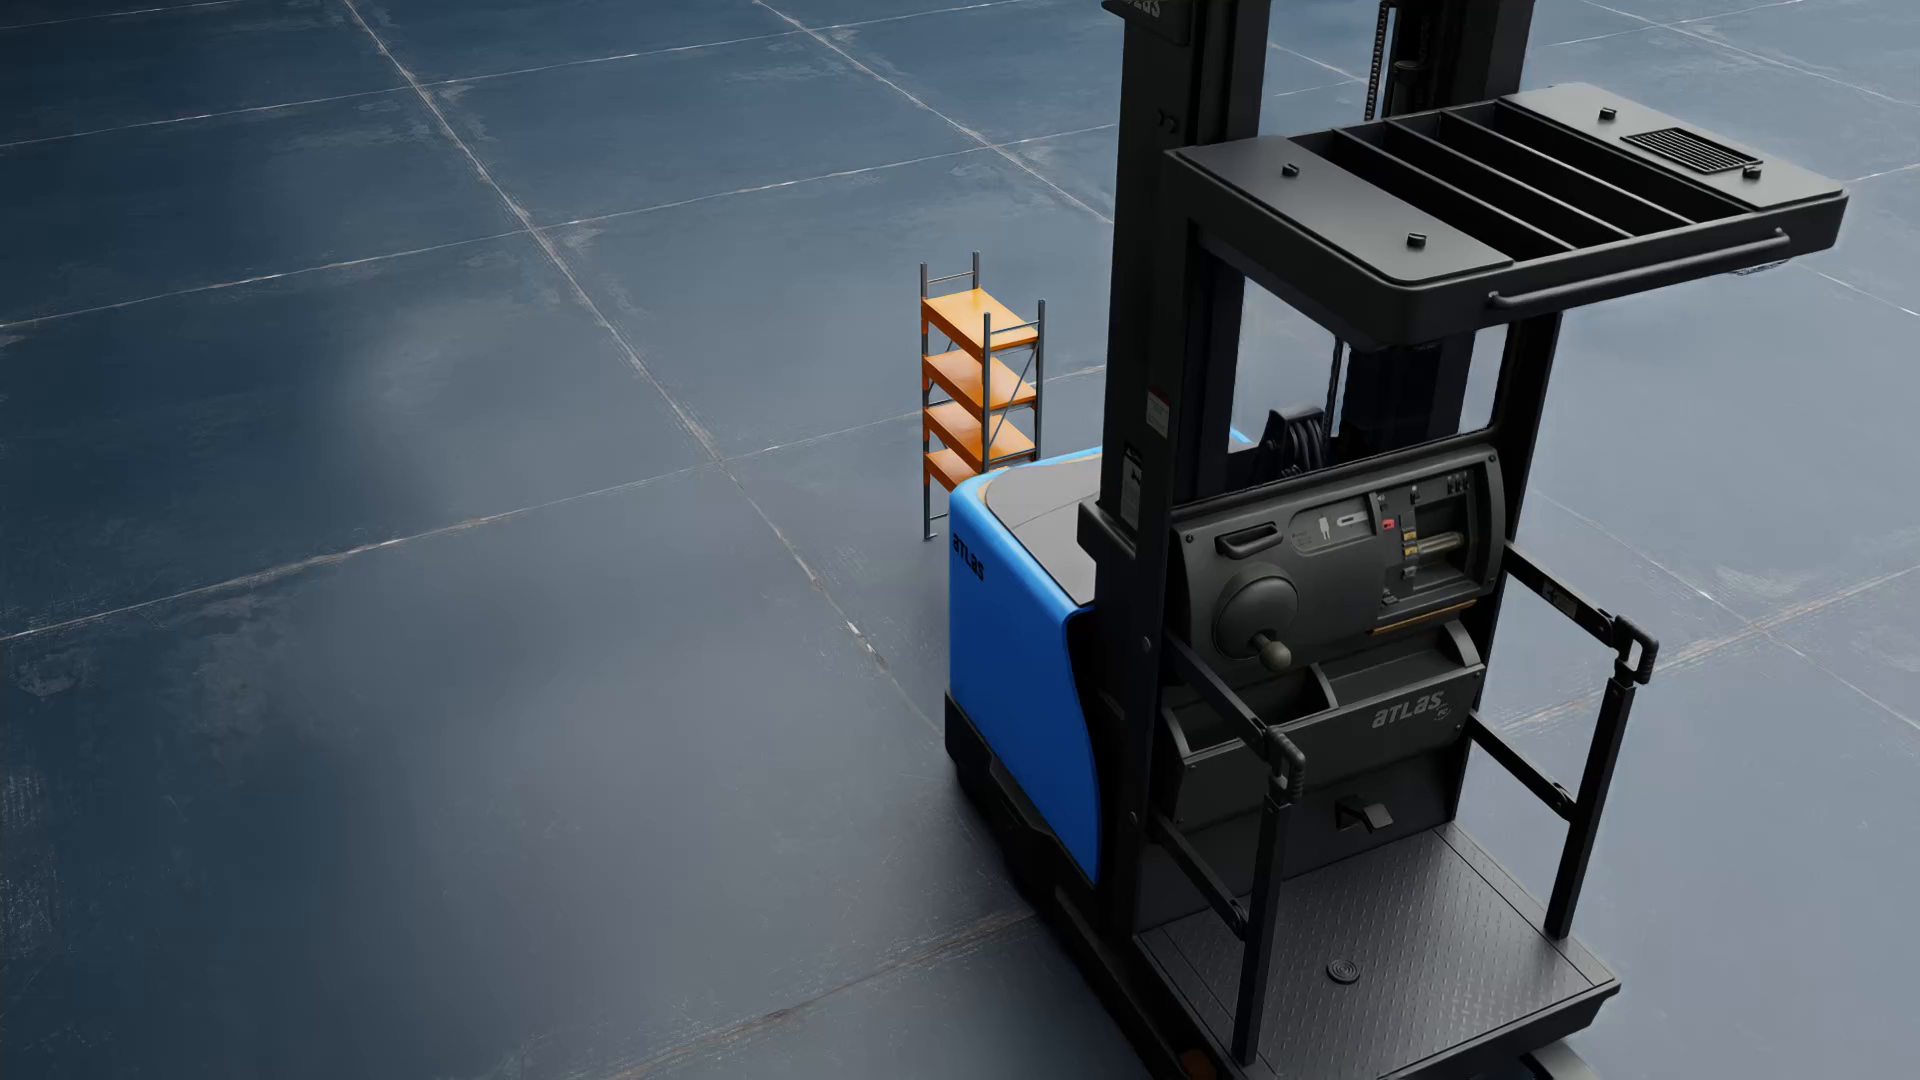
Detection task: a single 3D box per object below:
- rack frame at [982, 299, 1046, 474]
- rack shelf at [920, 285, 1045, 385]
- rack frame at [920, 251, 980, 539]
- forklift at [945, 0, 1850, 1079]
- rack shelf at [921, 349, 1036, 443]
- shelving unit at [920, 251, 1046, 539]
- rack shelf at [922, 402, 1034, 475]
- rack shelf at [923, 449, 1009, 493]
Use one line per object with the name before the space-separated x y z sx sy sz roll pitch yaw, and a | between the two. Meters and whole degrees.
rack frame | 0.191 -0.310 6.121 0.240 1.200 0.015 -16 36 -23
rack shelf | 0.077 -0.757 6.091 0.258 0.148 0.480 -16 36 -23
rack frame | -0.037 -0.543 6.485 0.240 1.200 0.015 -16 36 -23
forklift | 1.032 0.101 3.876 1.130 2.935 3.031 -14 35 -21
rack shelf | 0.077 -0.558 6.219 0.258 0.148 0.480 -16 36 -23
shelving unit | 0.077 -0.426 6.303 0.258 1.200 0.503 -16 36 -23
rack shelf | 0.077 -0.370 6.339 0.258 0.148 0.480 -16 36 -23
rack shelf | 0.077 -0.202 6.446 0.258 0.148 0.480 -16 36 -23
